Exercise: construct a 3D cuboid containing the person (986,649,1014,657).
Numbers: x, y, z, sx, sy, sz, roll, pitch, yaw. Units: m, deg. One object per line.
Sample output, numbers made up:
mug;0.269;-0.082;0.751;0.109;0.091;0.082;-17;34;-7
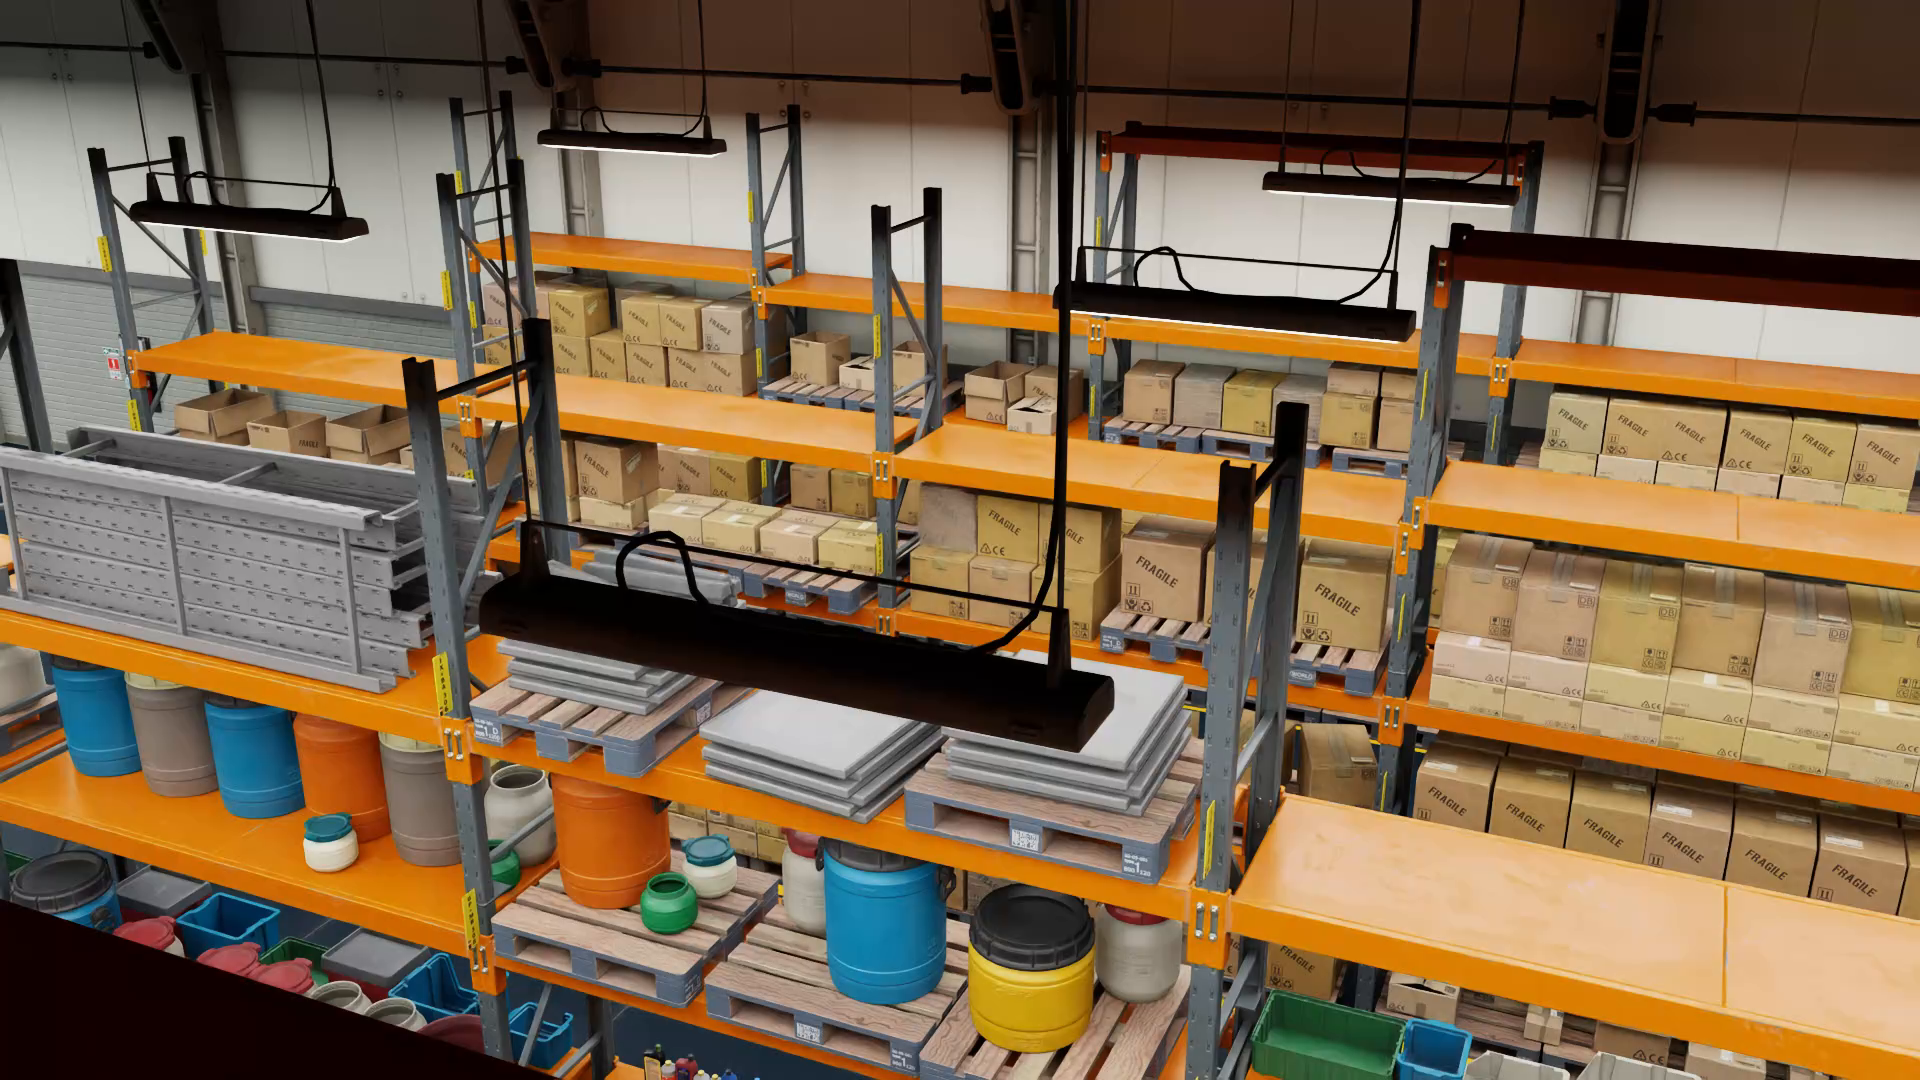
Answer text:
person;0.247;1.178;17.061;0.747;1.786;0.584;0;21;1
